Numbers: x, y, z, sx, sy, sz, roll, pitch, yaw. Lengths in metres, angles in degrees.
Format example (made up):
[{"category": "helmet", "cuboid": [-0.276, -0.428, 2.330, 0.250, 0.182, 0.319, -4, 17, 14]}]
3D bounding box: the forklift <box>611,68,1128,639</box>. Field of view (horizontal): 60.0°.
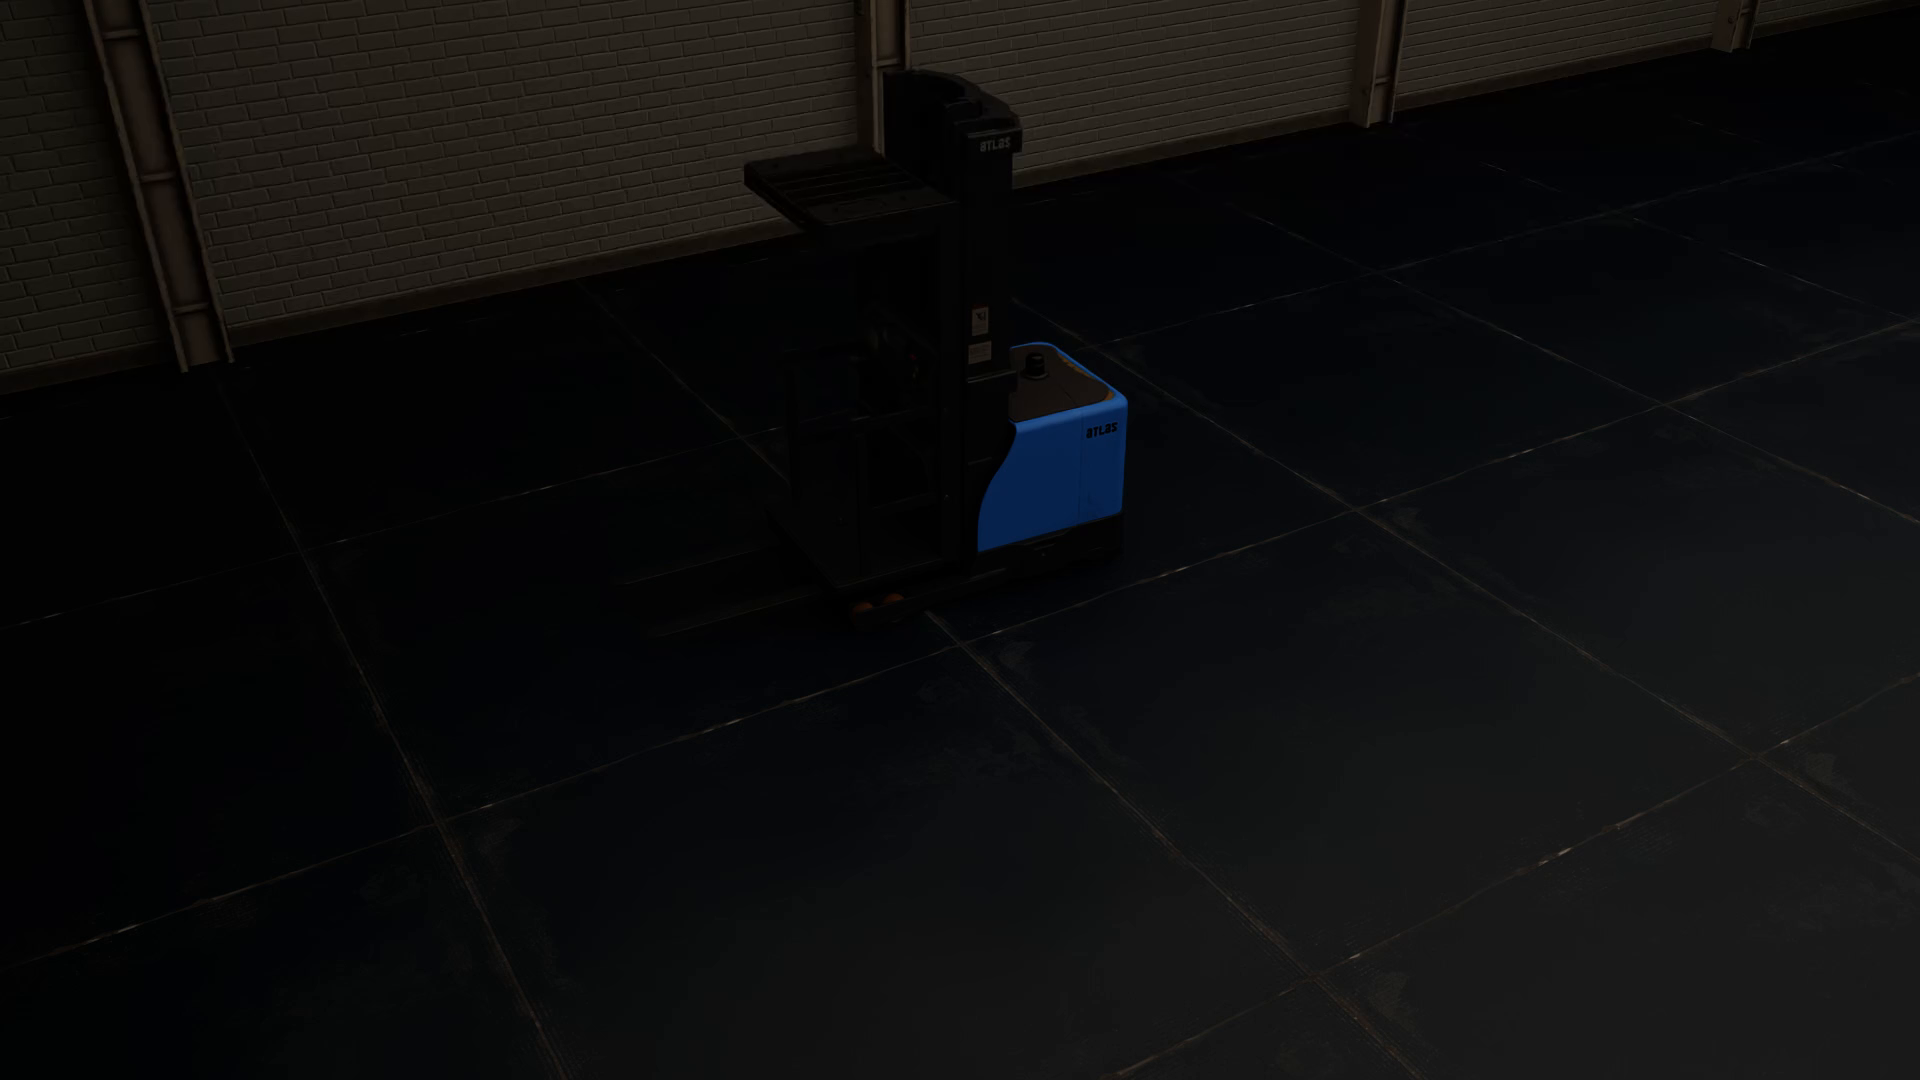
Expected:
[{"category": "forklift", "cuboid": [-0.537, -1.040, 9.384, 3.031, 2.935, 1.130, -15, 34, -24]}]
